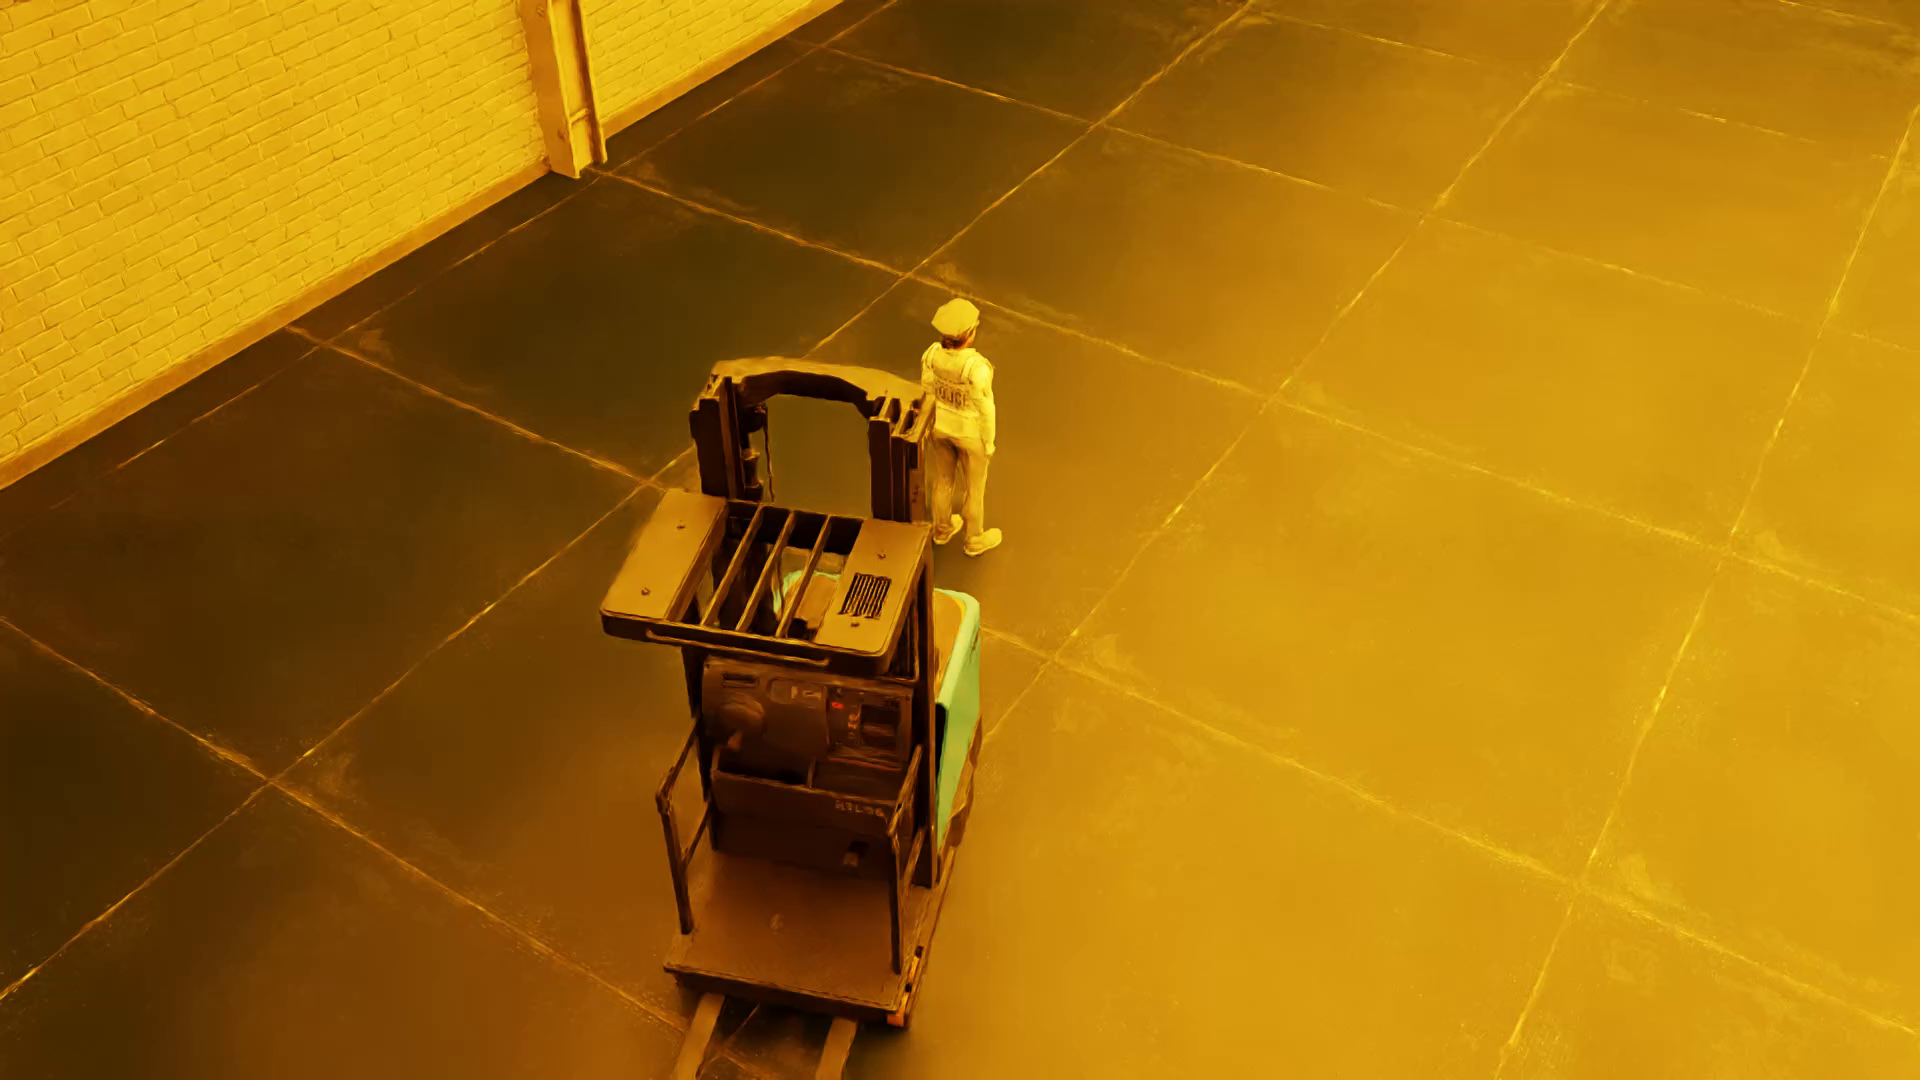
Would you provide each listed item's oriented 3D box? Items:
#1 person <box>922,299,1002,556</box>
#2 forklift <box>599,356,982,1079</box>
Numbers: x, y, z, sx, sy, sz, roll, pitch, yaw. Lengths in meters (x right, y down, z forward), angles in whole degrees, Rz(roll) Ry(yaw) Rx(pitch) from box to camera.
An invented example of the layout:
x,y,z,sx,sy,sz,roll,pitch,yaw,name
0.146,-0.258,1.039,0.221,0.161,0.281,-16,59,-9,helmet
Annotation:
x,y,z,sx,sy,sz,roll,pitch,yaw,name
0.007,-0.652,9.699,0.463,1.692,0.337,22,45,24,person
-0.702,0.834,6.983,1.130,2.935,3.031,8,41,9,forklift
